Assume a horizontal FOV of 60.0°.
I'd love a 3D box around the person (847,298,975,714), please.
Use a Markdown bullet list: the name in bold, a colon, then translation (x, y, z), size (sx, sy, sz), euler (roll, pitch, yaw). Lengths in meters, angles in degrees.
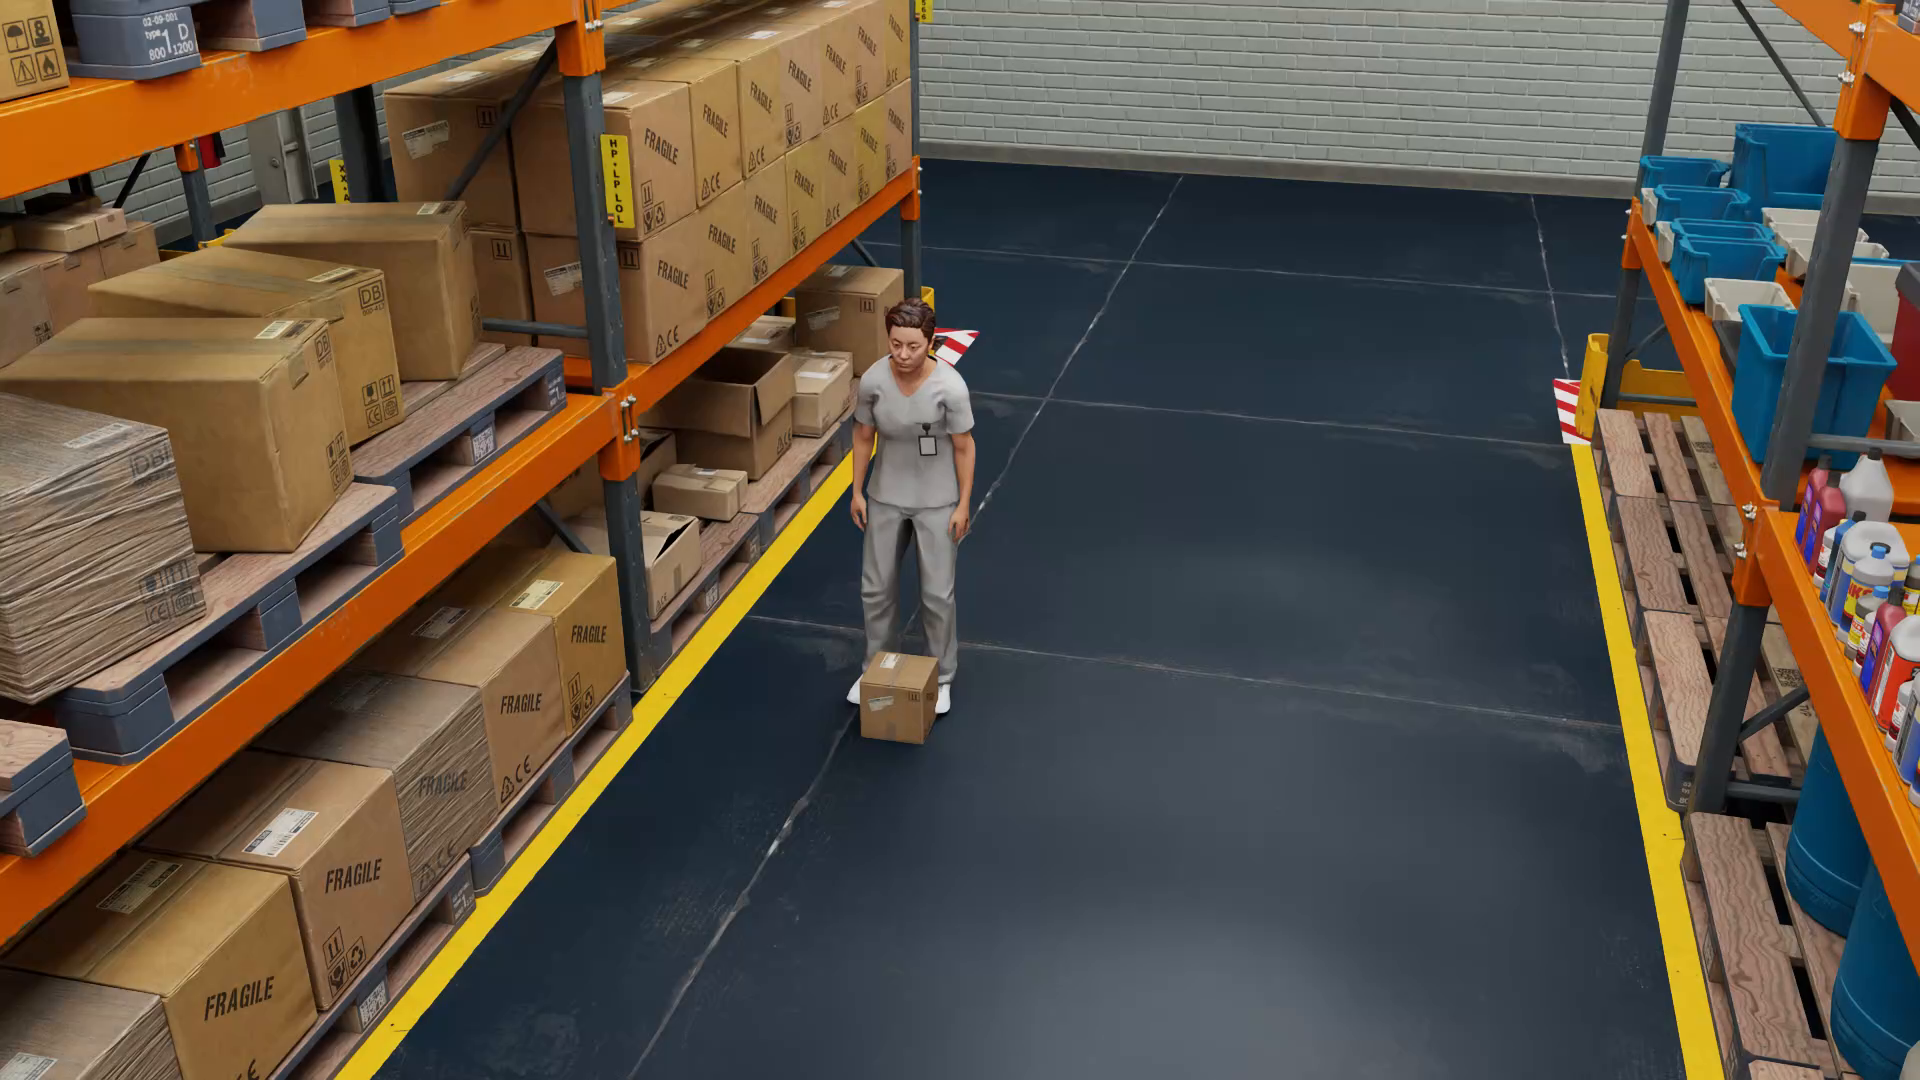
- **person**: translation (-0.186, -0.134, 6.394), size (0.485, 1.672, 0.361), euler (6, 26, 12)
